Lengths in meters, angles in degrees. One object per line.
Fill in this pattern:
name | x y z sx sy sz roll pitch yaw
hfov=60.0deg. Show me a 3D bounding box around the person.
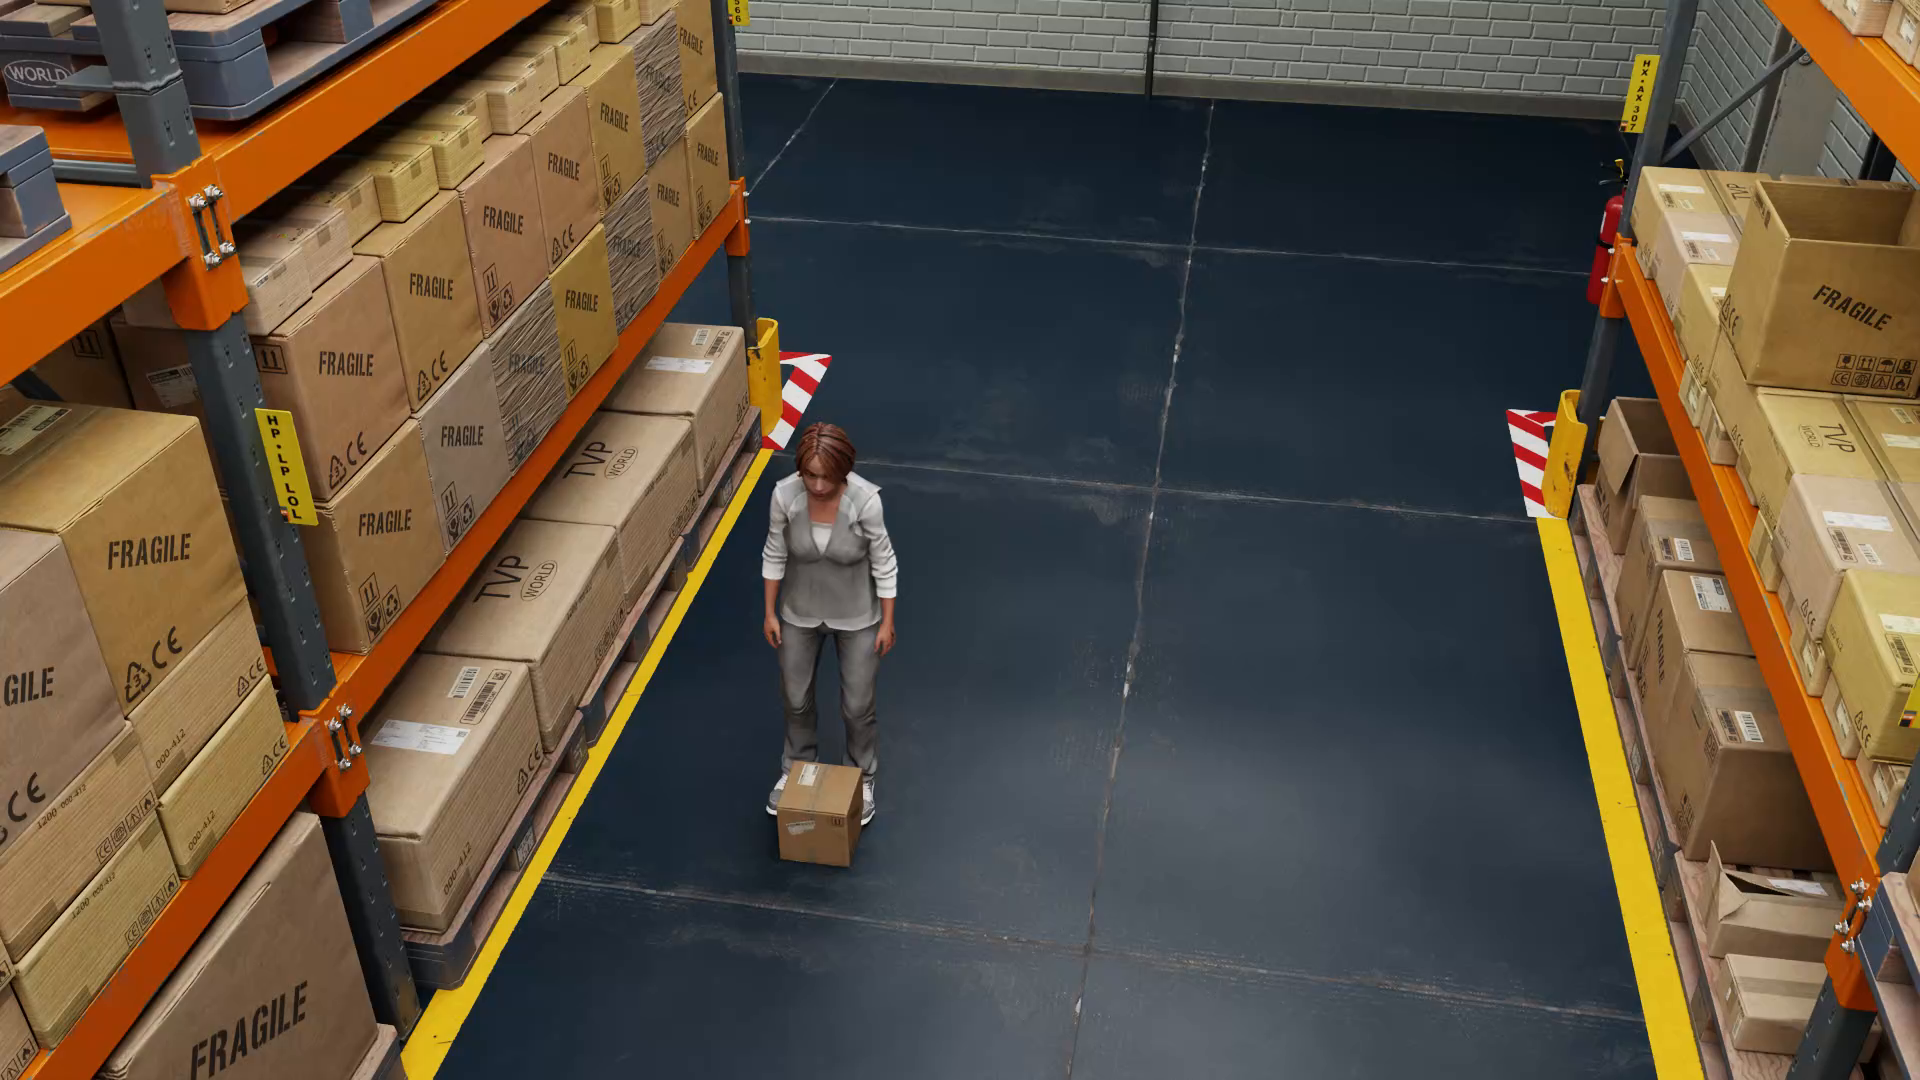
person | -0.452 0.278 5.719 0.483 1.592 0.347 4 33 6
